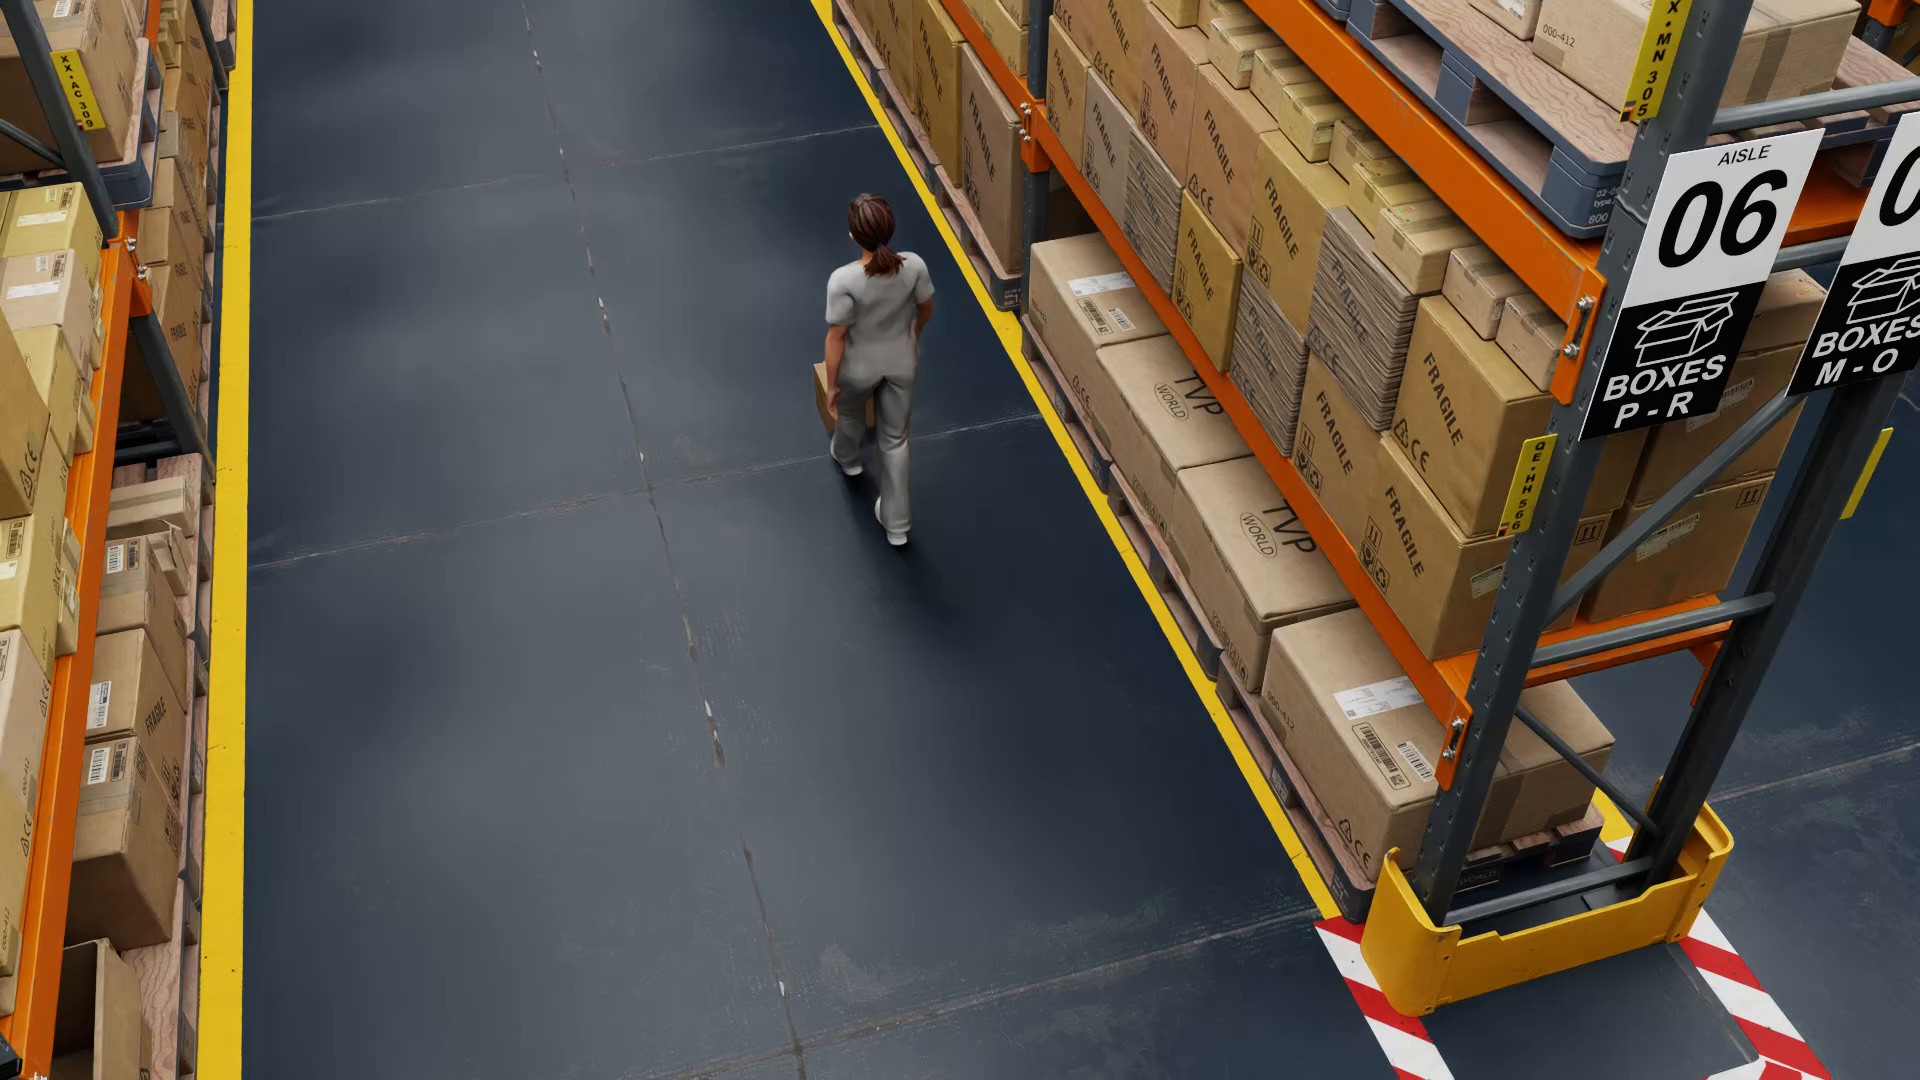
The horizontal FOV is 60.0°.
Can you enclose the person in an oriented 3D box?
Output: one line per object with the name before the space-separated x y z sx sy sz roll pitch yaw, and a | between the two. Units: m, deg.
person | -0.372 -0.827 7.055 0.493 1.649 0.798 -9 43 -10
